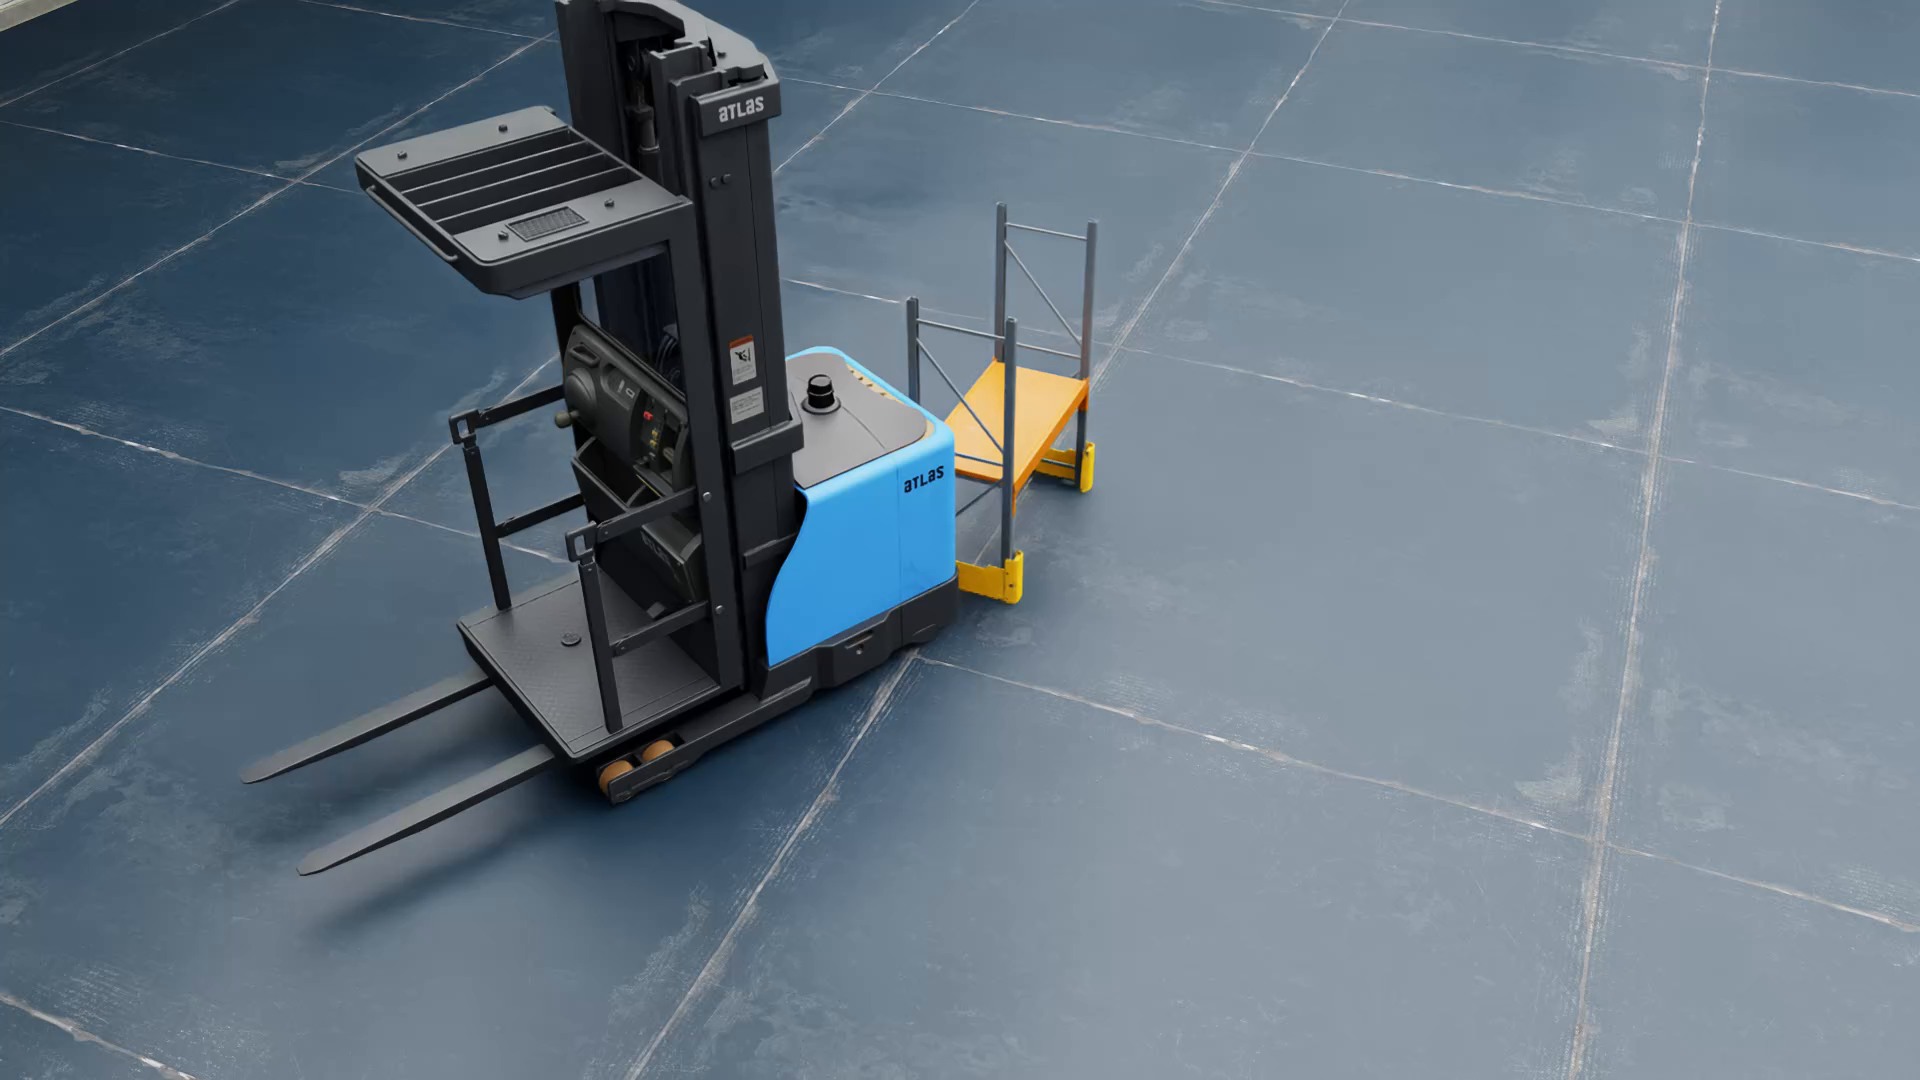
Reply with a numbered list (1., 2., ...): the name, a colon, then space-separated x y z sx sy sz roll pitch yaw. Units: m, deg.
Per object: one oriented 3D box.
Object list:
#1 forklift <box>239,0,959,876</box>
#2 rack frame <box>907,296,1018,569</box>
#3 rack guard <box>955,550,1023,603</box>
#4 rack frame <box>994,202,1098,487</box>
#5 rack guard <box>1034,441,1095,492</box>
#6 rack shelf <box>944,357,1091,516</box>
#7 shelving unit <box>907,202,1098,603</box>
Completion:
1. forklift: -1.477 -0.461 6.418 3.031 2.935 1.130 -25 44 -30
2. rack frame: 0.006 -0.379 7.505 0.500 1.500 0.032 14 39 18
3. rack guard: 0.014 0.111 7.893 0.587 0.250 0.087 14 39 18
4. rack frame: 0.408 -0.939 8.253 0.500 1.500 0.032 14 39 18
5. rack guard: 0.408 -0.437 8.626 0.587 0.250 0.087 14 39 18
6. rack shelf: 0.207 -0.515 7.987 0.538 0.185 1.000 14 39 18
7. shelving unit: 0.211 -0.664 7.886 0.587 1.500 1.083 14 39 18
